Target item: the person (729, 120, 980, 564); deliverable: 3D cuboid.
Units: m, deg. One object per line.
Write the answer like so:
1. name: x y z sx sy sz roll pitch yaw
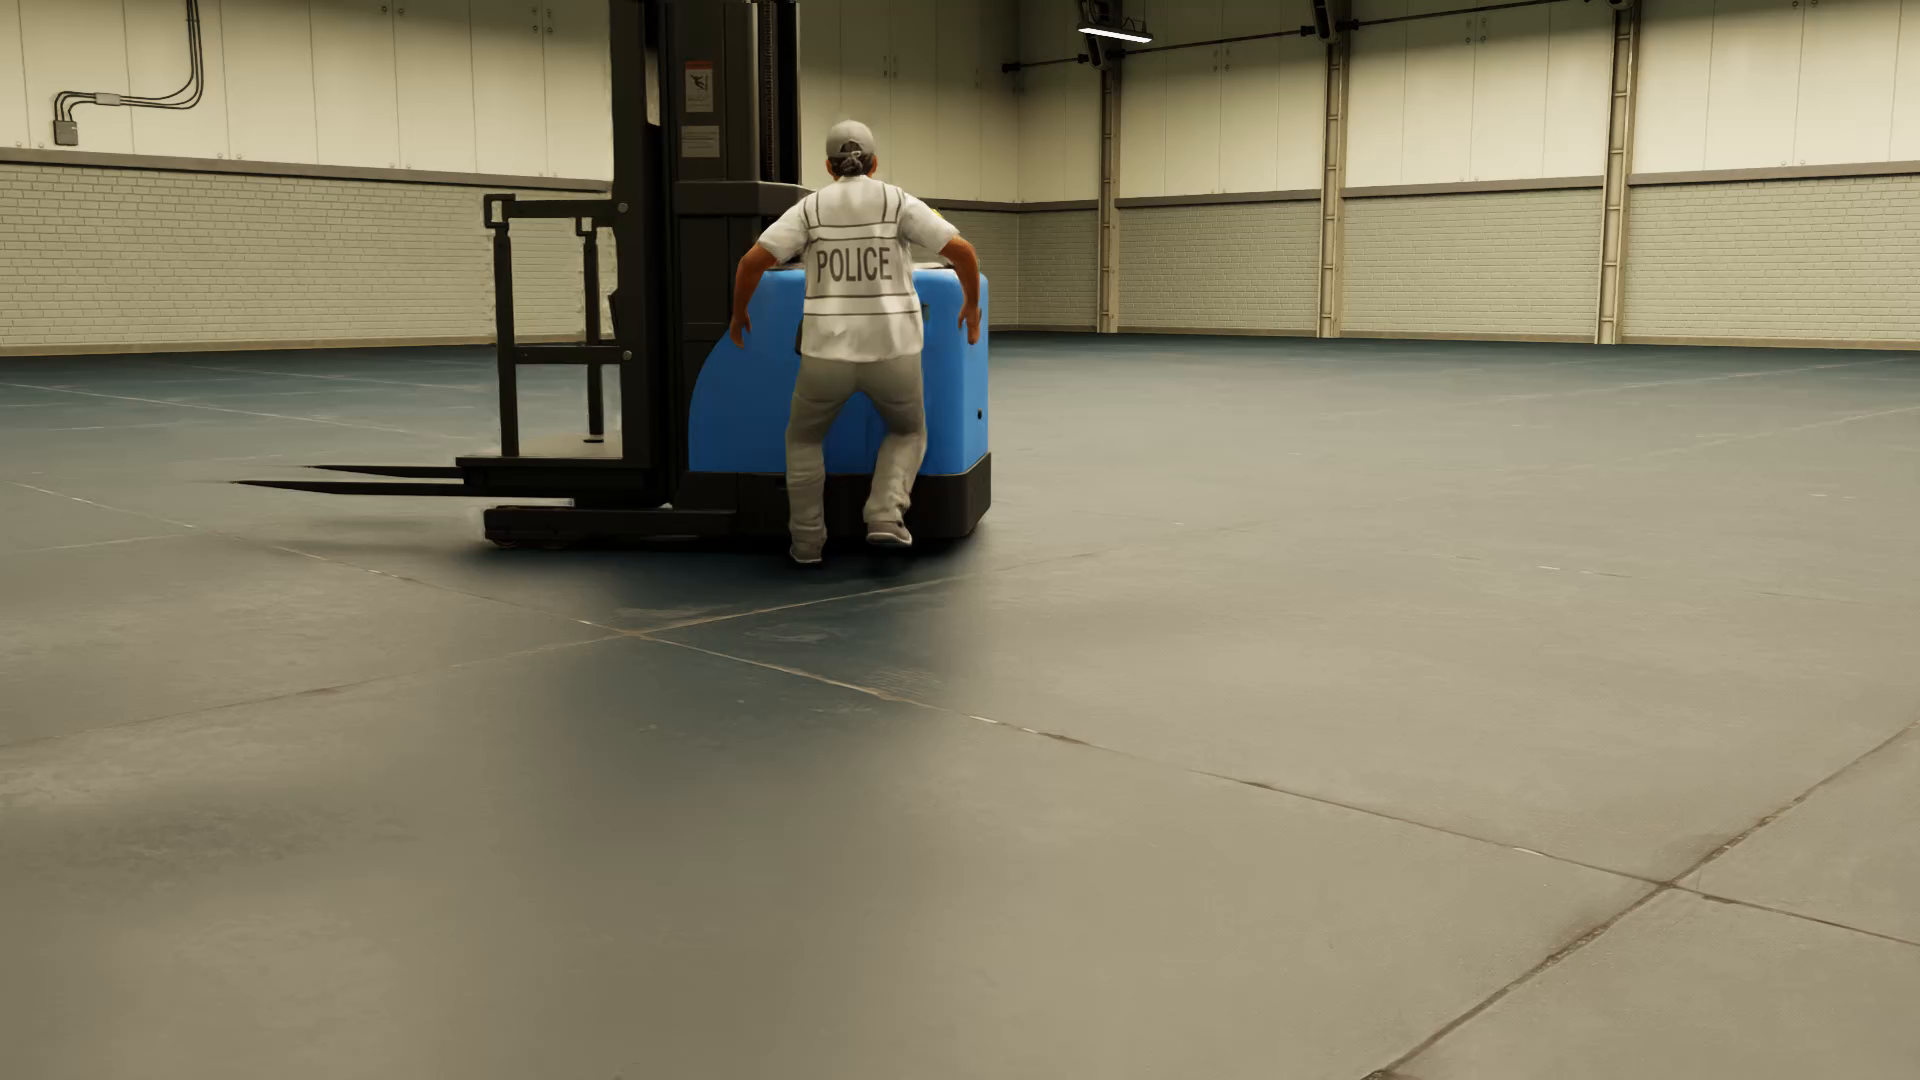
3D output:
1. person: -0.372 -0.685 5.972 0.890 1.585 0.665 0 9 2

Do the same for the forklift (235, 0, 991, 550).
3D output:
1. forklift: -1.423 -1.488 6.756 3.031 2.935 1.130 1 9 7
